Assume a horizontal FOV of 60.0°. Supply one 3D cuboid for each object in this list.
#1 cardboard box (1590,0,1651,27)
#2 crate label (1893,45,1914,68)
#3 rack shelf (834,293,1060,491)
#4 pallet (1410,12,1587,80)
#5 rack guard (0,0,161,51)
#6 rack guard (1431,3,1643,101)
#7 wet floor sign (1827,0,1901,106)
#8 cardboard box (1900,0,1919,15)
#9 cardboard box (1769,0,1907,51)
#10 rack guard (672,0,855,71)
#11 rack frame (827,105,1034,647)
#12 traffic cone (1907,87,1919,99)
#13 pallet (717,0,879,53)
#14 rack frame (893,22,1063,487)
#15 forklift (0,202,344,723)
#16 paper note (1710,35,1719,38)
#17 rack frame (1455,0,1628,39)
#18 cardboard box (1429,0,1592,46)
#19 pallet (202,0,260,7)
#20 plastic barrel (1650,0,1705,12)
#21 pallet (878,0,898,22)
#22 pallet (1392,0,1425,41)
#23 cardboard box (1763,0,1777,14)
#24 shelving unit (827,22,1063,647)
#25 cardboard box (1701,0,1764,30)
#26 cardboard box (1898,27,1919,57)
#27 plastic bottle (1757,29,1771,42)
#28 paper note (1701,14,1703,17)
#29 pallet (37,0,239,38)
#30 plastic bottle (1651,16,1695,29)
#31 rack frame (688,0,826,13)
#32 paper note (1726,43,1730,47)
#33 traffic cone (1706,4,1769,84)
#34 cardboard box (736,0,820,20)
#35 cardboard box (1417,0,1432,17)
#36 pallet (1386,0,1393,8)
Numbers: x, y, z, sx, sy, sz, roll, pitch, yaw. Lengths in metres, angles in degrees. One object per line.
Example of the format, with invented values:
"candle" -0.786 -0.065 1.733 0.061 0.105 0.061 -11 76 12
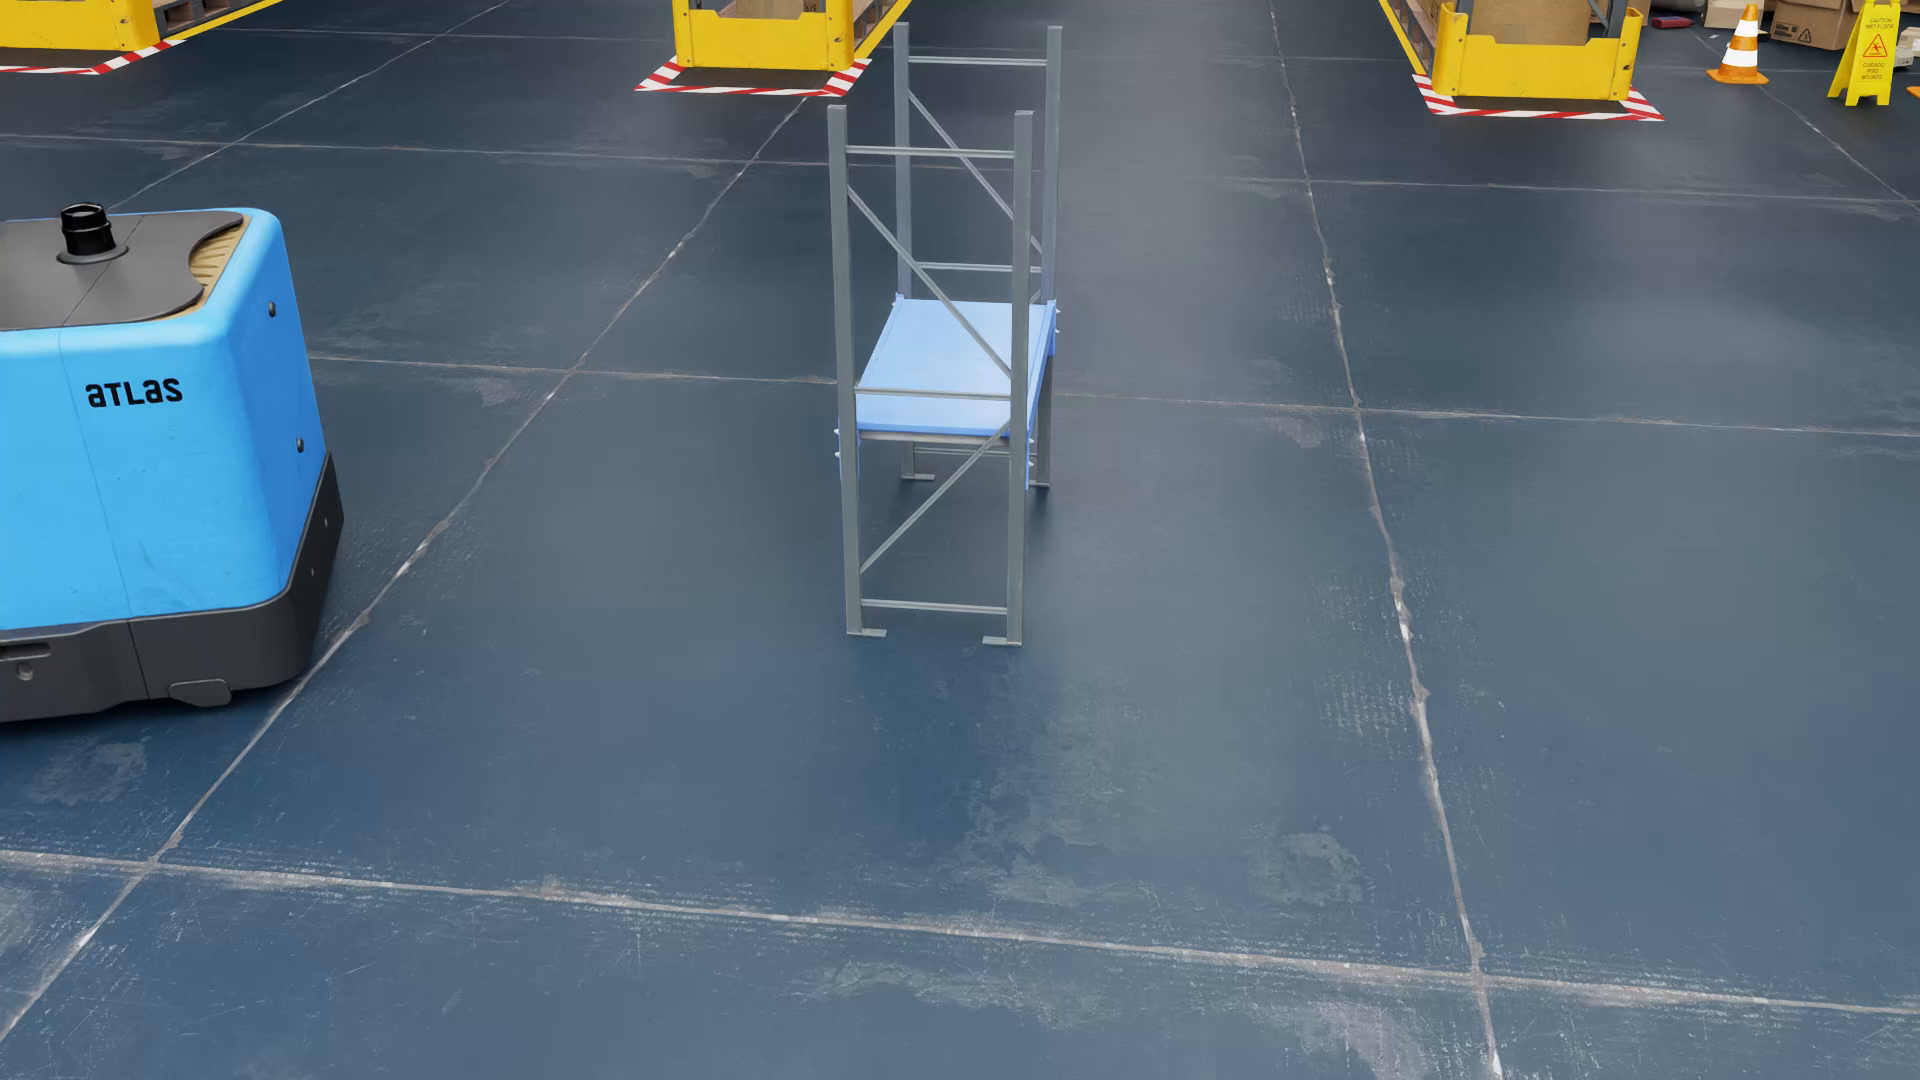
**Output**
"cardboard box" 4.911 -4.160 12.441 0.500 0.500 0.500 8 29 15
"crate label" 6.181 -3.222 11.085 0.250 0.136 0.298 -11 30 -20
"rack shelf" -0.010 -0.462 4.905 0.538 0.185 1.000 3 28 6
"pallet" 3.613 -3.320 11.189 1.003 0.211 1.213 3 28 6
"rack guard" -6.271 -3.728 11.643 1.175 0.500 0.348 3 28 6
"rack guard" 3.589 -3.055 10.393 1.175 0.500 0.348 3 28 6
"wet floor sign" 5.554 -3.001 10.140 0.267 0.644 0.232 -1 28 -3
"cardboard box" 7.526 -4.284 12.673 0.500 0.500 0.500 -24 36 -37
"cardboard box" 6.220 -3.801 11.775 0.797 0.503 0.637 -17 33 -29
"rack guard" -1.309 -3.437 11.103 1.175 0.500 0.348 3 28 6
"rack frame" -0.073 -0.381 4.376 0.500 1.500 0.032 3 28 6
"traffic cone" 6.147 -2.991 10.314 0.336 0.463 0.334 3 28 6
"pallet" -1.174 -3.691 11.878 1.003 0.211 1.213 3 28 6
"rack frame" 0.052 -0.859 5.264 0.500 1.500 0.032 3 28 6
"forklift" -3.327 -0.946 3.916 3.031 2.935 1.130 -6 29 -10
"paper note" 5.426 -3.623 11.964 0.032 0.001 0.123 20 34 32
"rack frame" 3.592 -4.166 9.821 1.000 3.000 0.127 3 28 6
"cardboard box" 3.610 -3.739 10.825 0.875 0.875 0.875 4 29 6
"pallet" -6.014 -4.556 13.484 1.003 0.211 1.213 3 28 6
"plastic barrel" 5.466 -4.292 12.770 0.421 0.421 0.512 -24 36 -37
"pallet" -1.022 -4.263 12.941 1.003 0.211 1.213 3 28 6
"pallet" 3.765 -3.892 12.252 1.003 0.211 1.213 3 28 6
"cardboard box" 6.326 -4.302 12.561 0.797 0.637 0.503 3 28 6
"shelving unit" -0.010 -0.620 4.820 0.538 1.500 1.048 3 28 6
"cardboard box" 5.700 -3.929 12.264 0.396 0.266 0.258 8 29 15
"cardboard box" 6.673 -3.405 11.414 0.380 0.149 0.250 20 34 32
"plastic bottle" 5.665 -3.628 11.920 0.133 0.061 0.283 -6 29 -11
"paper note" 5.732 -3.993 12.638 0.172 0.023 0.155 14 31 24
"pallet" -6.166 -3.983 12.421 1.003 0.211 1.213 3 28 6
"plastic bottle" 5.274 -3.825 12.286 0.283 0.061 0.133 -6 29 -11
"rack frame" -1.318 -4.502 10.444 1.000 3.000 0.127 3 28 6
"paper note" 5.464 -3.478 11.676 0.144 0.017 0.142 14 31 24
"traffic cone" 5.067 -3.217 10.733 0.336 0.463 0.334 3 28 6
"cardboard box" -1.225 -3.880 11.481 0.500 0.500 0.500 9 30 16
"cardboard box" 3.716 -4.153 11.594 0.875 0.875 0.875 3 28 5
"pallet" 3.912 -4.468 13.321 1.003 0.211 1.213 3 28 6
